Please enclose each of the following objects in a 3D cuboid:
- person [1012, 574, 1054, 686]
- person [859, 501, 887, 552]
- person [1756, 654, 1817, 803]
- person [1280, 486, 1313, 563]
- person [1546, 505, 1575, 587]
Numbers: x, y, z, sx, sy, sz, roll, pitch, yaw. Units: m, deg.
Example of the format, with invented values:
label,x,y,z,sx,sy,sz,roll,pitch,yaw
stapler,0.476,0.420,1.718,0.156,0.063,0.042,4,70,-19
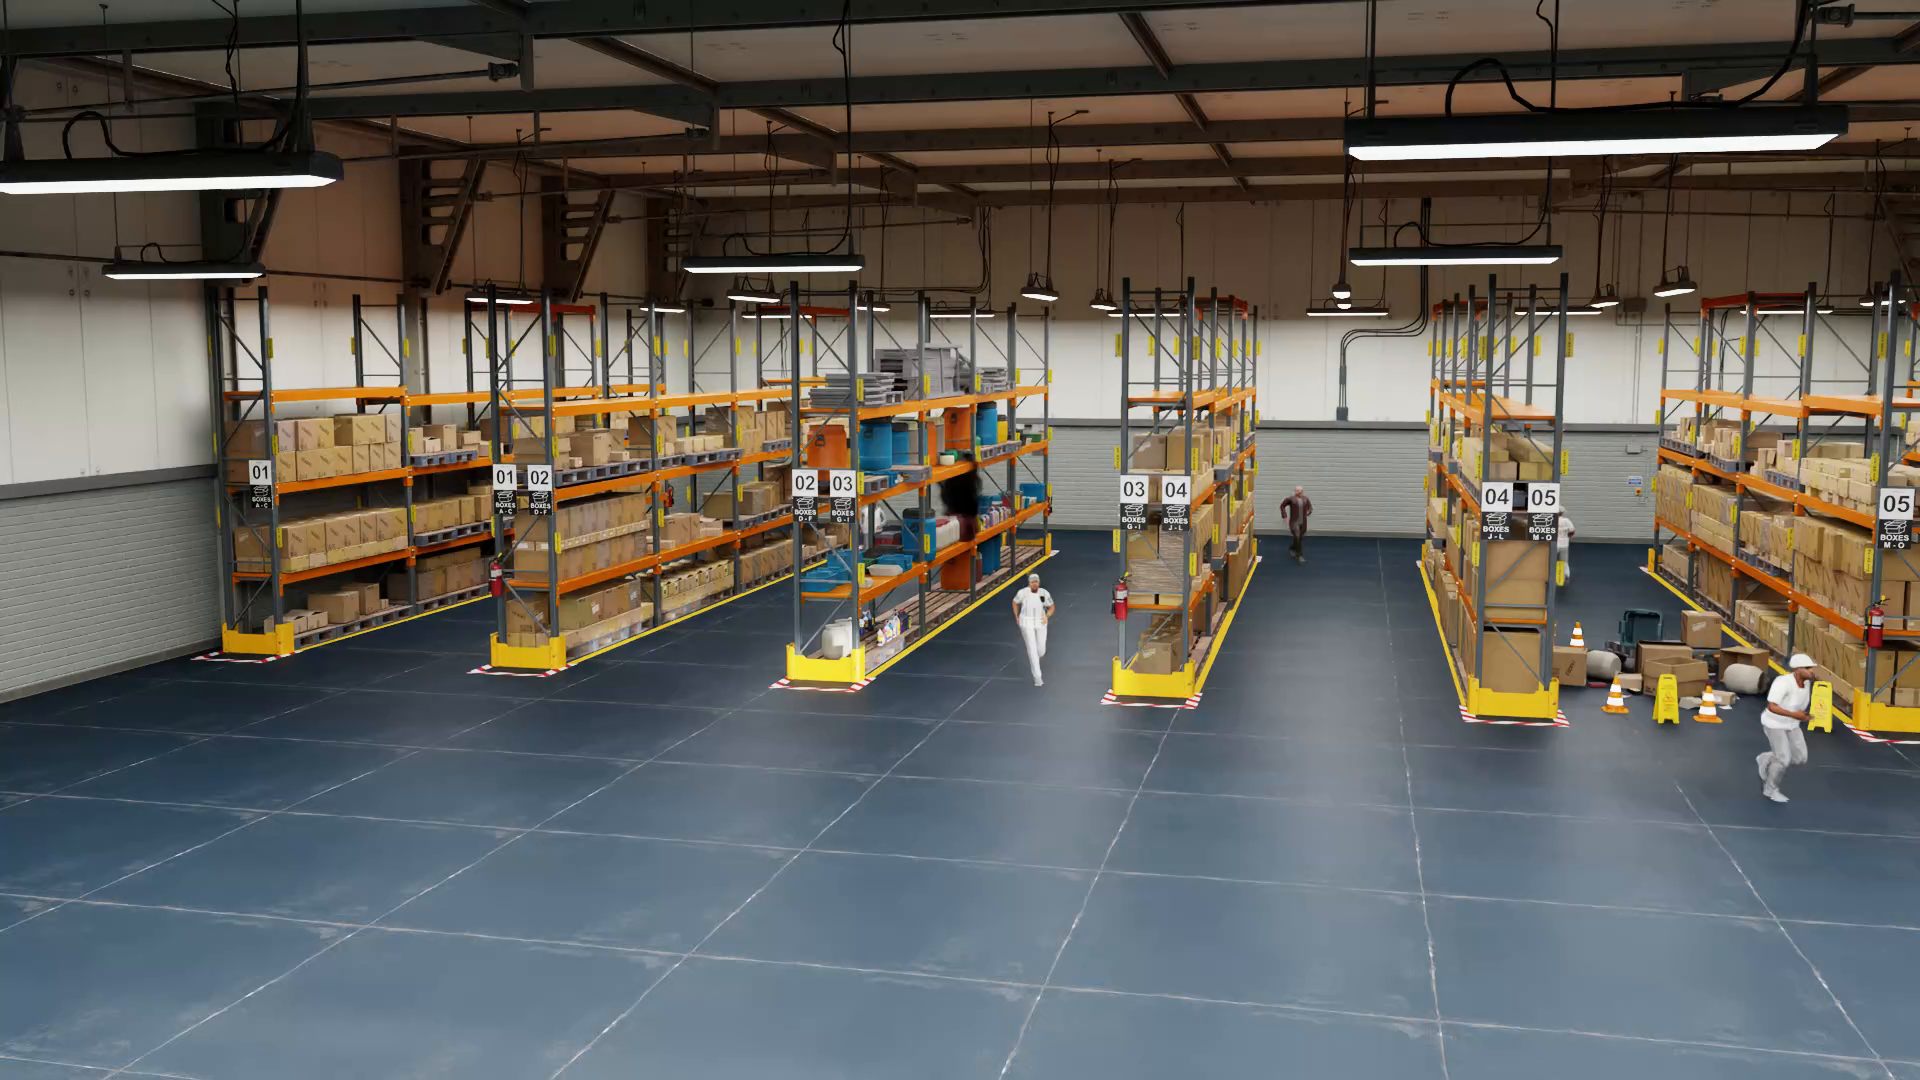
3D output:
label,x,y,z,sx,sy,sz,roll,pitch,yaw
person,1.114,1.318,25.136,0.630,1.662,0.895,-1,7,-5
person,-1.984,-0.163,37.573,0.658,1.726,0.578,0,7,2
person,9.131,2.071,18.372,0.676,1.696,0.710,-3,7,-27
person,7.981,-0.393,39.298,0.746,1.778,1.037,-2,7,-13
person,12.449,0.176,34.548,0.628,1.793,1.140,1,7,5
